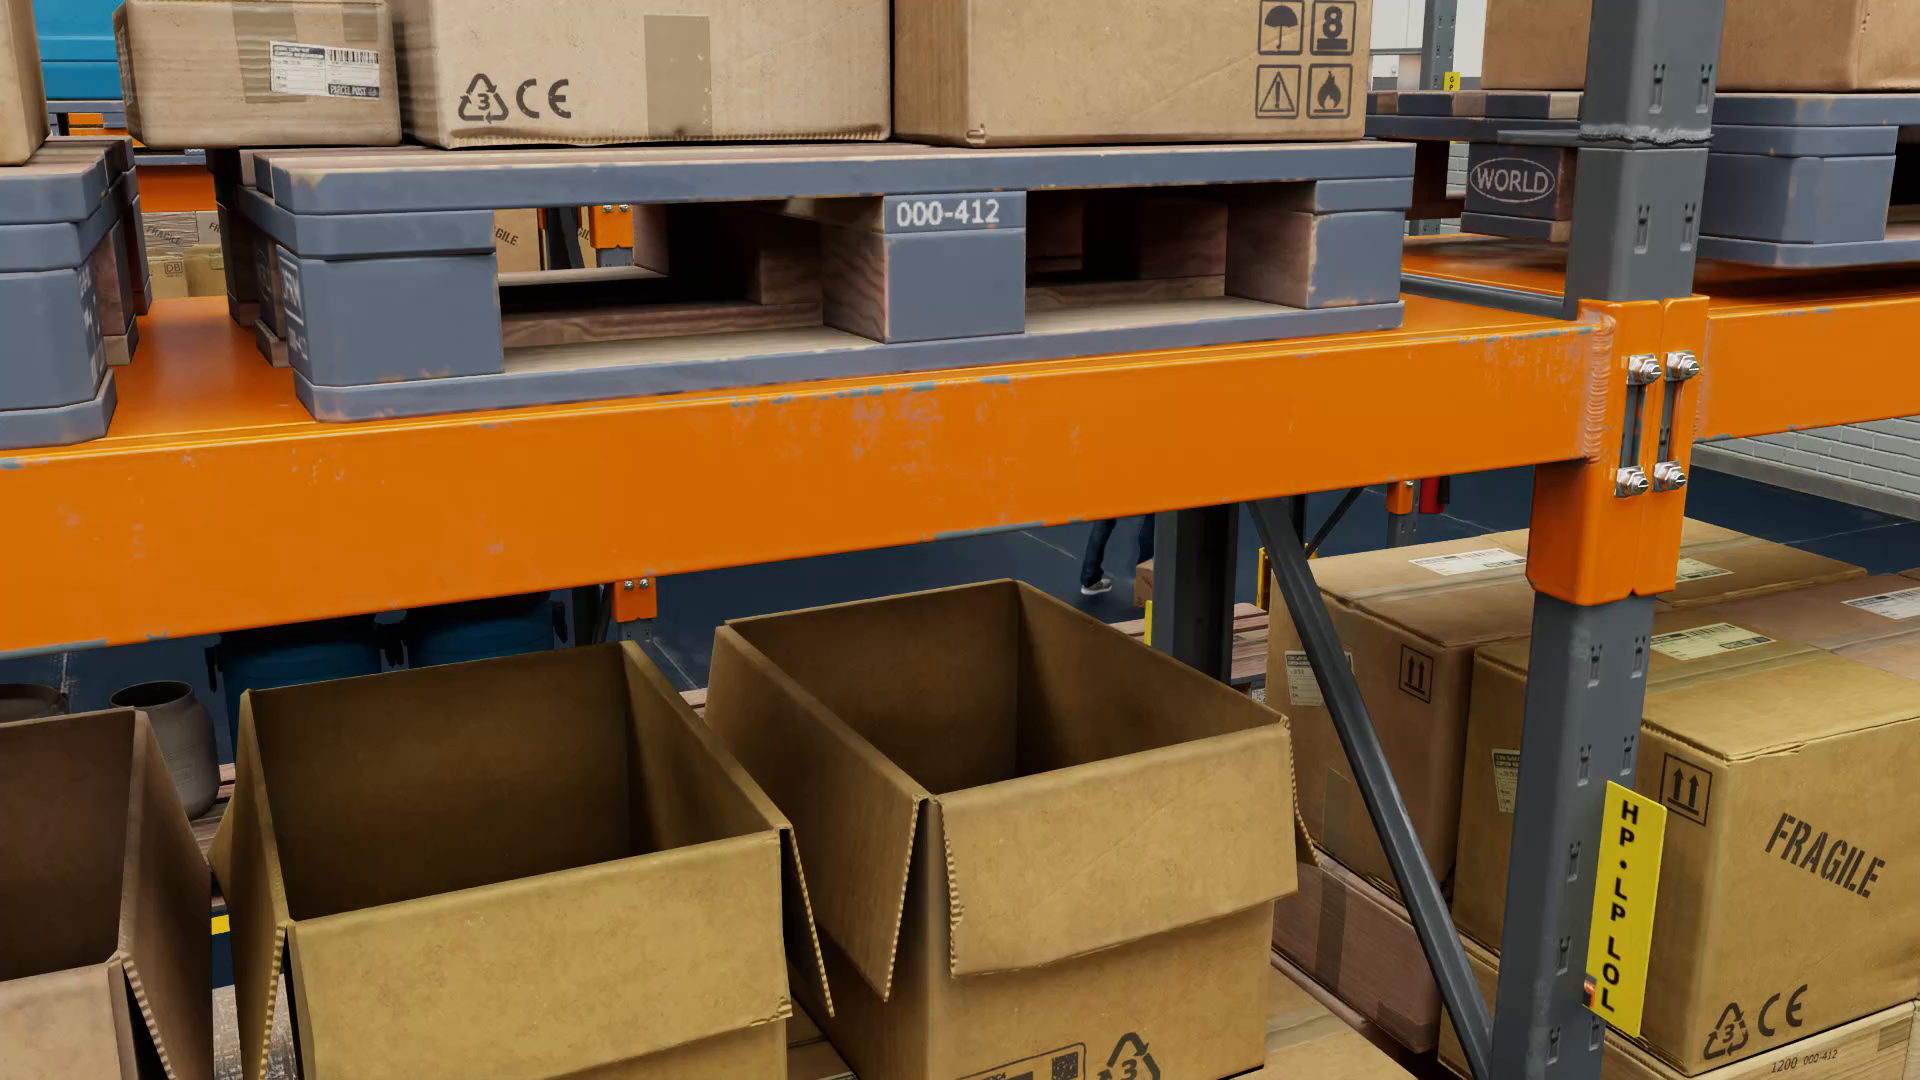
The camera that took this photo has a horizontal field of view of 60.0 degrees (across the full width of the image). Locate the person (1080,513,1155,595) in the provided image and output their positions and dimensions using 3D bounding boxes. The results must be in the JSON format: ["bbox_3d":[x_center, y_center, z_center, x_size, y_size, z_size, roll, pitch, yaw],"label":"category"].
[{"bbox_3d":[1.029,-0.407,10.058,0.633,1.634,0.485,-12,20,-38],"label":"person"}]
